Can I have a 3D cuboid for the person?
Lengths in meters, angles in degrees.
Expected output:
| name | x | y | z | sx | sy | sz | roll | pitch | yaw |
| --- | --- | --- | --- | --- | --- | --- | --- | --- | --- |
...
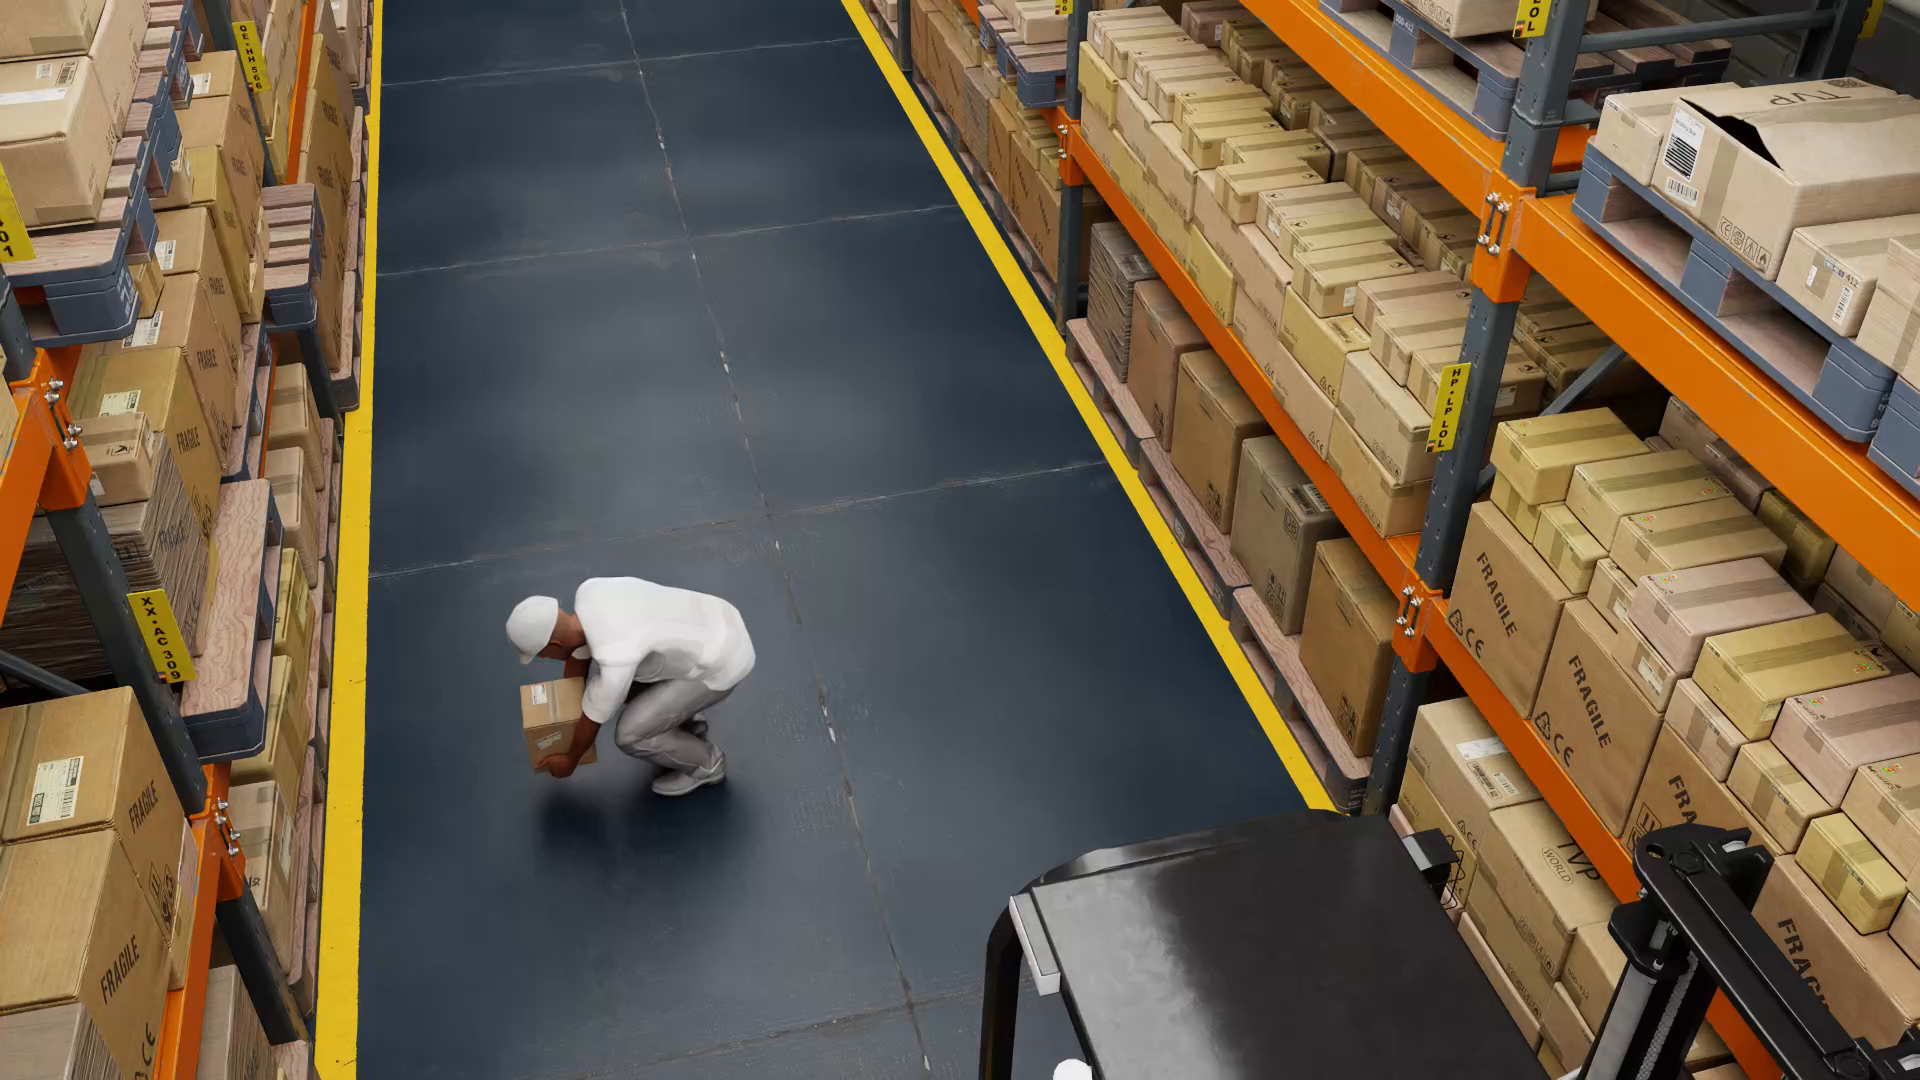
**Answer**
| name | x | y | z | sx | sy | sz | roll | pitch | yaw |
| --- | --- | --- | --- | --- | --- | --- | --- | --- | --- |
| person | -1.259 | 0.554 | 6.543 | 0.911 | 1.010 | 0.534 | -10 | 39 | -13 |
